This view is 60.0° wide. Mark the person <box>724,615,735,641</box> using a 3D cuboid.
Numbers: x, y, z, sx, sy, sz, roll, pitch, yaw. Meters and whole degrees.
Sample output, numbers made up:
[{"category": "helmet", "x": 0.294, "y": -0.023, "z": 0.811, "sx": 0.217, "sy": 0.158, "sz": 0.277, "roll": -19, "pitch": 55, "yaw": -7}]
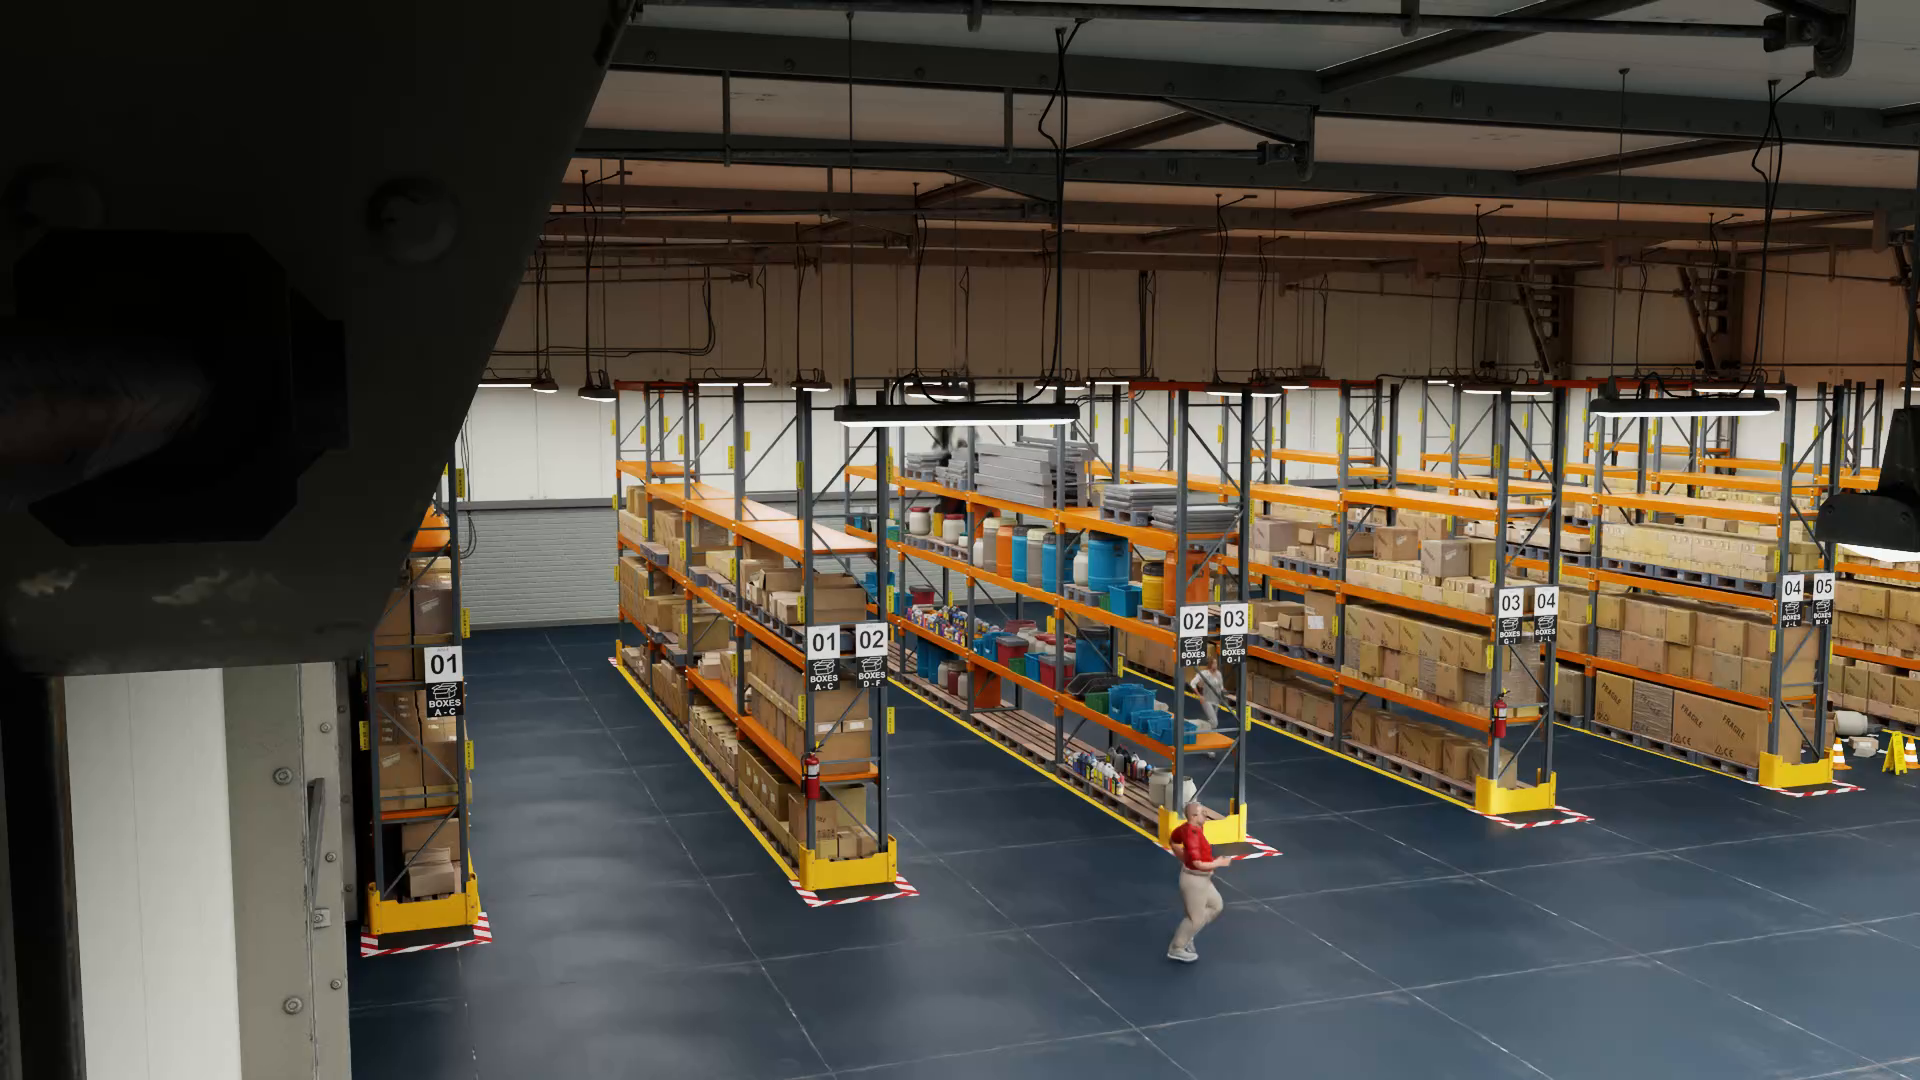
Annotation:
[{"category": "person", "x": -4.928, "y": 1.692, "z": 35.616, "sx": 0.680, "sy": 1.761, "sz": 0.888, "roll": -6, "pitch": 8, "yaw": -42}]

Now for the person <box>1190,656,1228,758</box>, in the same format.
[{"category": "person", "x": 4.055, "y": 2.695, "z": 26.947, "sx": 0.517, "sy": 1.639, "sz": 0.714, "roll": -4, "pitch": 7, "yaw": -34}]

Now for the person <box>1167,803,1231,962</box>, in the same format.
[{"category": "person", "x": 2.540, "y": 3.619, "z": 17.622, "sx": 0.642, "sy": 1.696, "sz": 0.646, "roll": 0, "pitch": 6, "yaw": 5}]
